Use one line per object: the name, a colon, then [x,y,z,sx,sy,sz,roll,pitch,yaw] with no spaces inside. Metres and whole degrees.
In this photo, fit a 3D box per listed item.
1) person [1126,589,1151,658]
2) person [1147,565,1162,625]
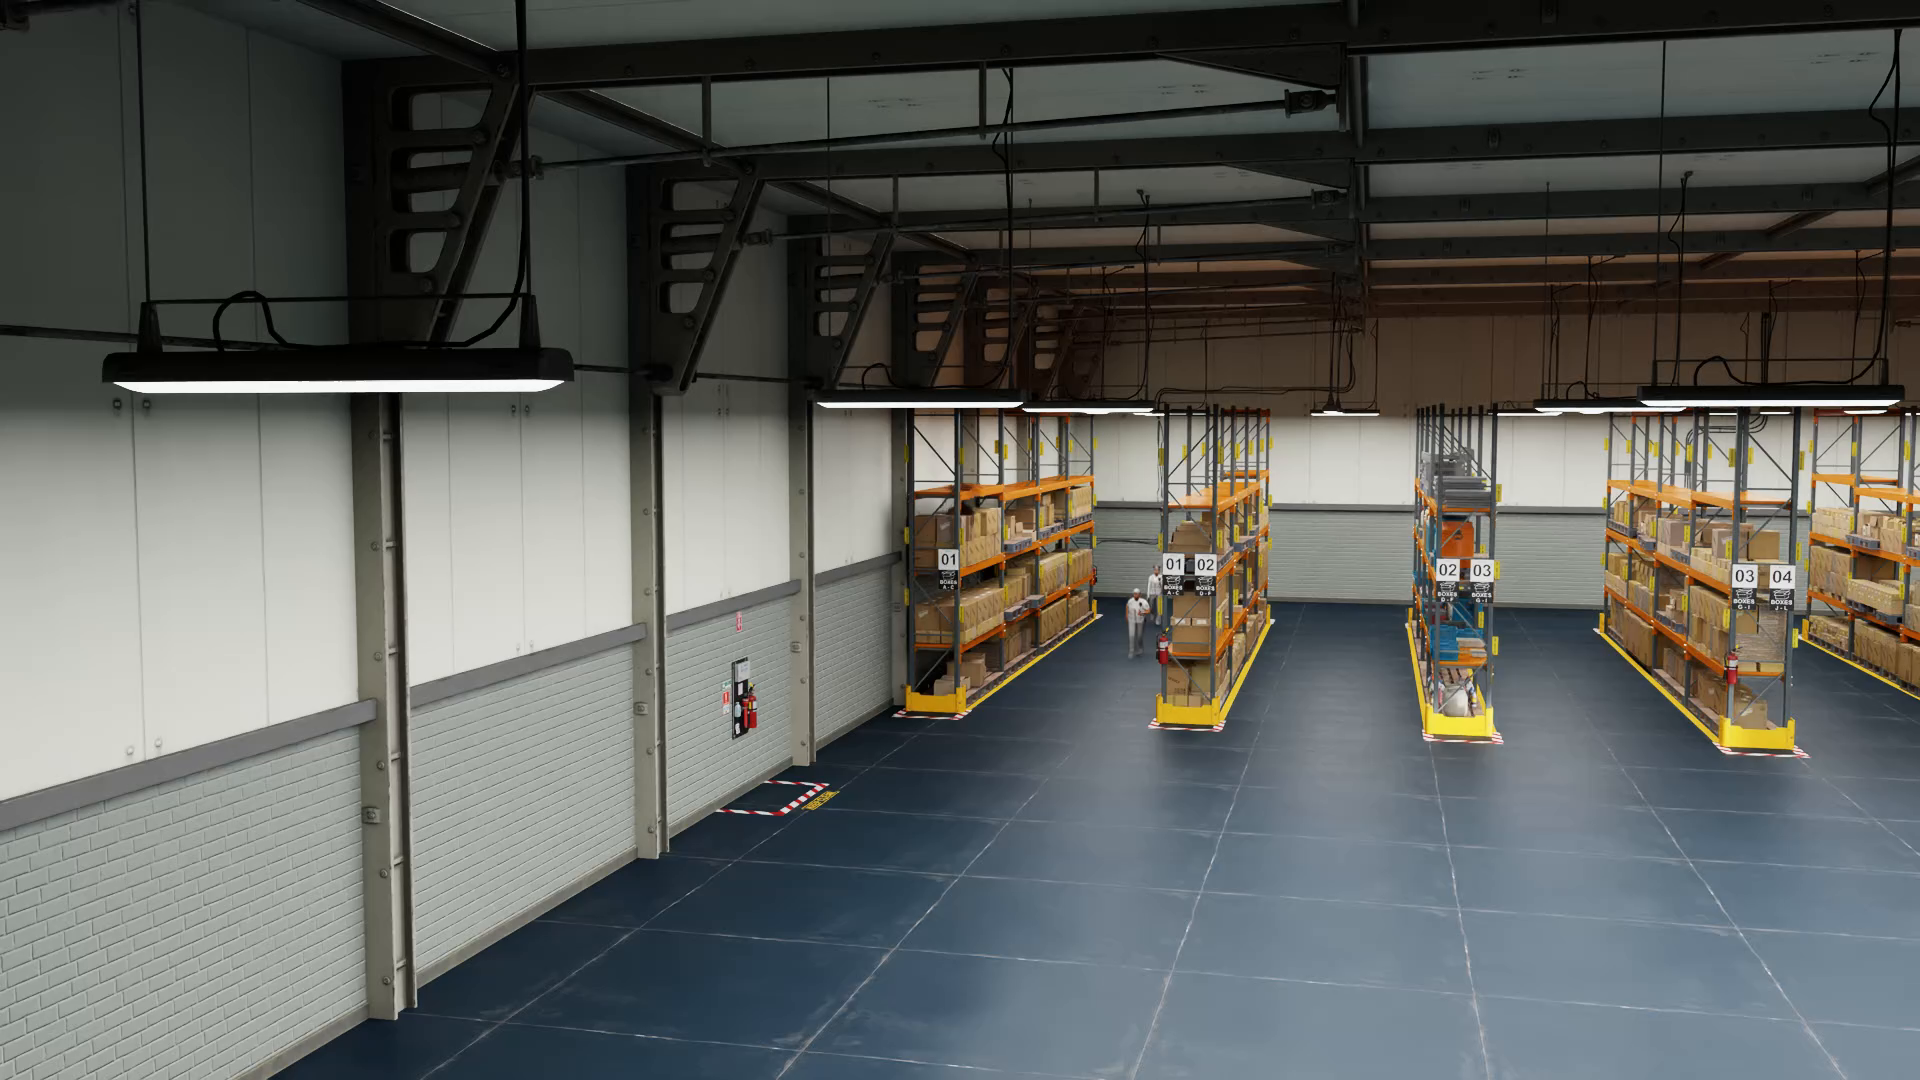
person: [4.252,1.975,39.850,0.615,1.620,1.028,1,4,14]
person: [5.477,1.515,46.291,0.504,1.654,0.707,1,4,12]
